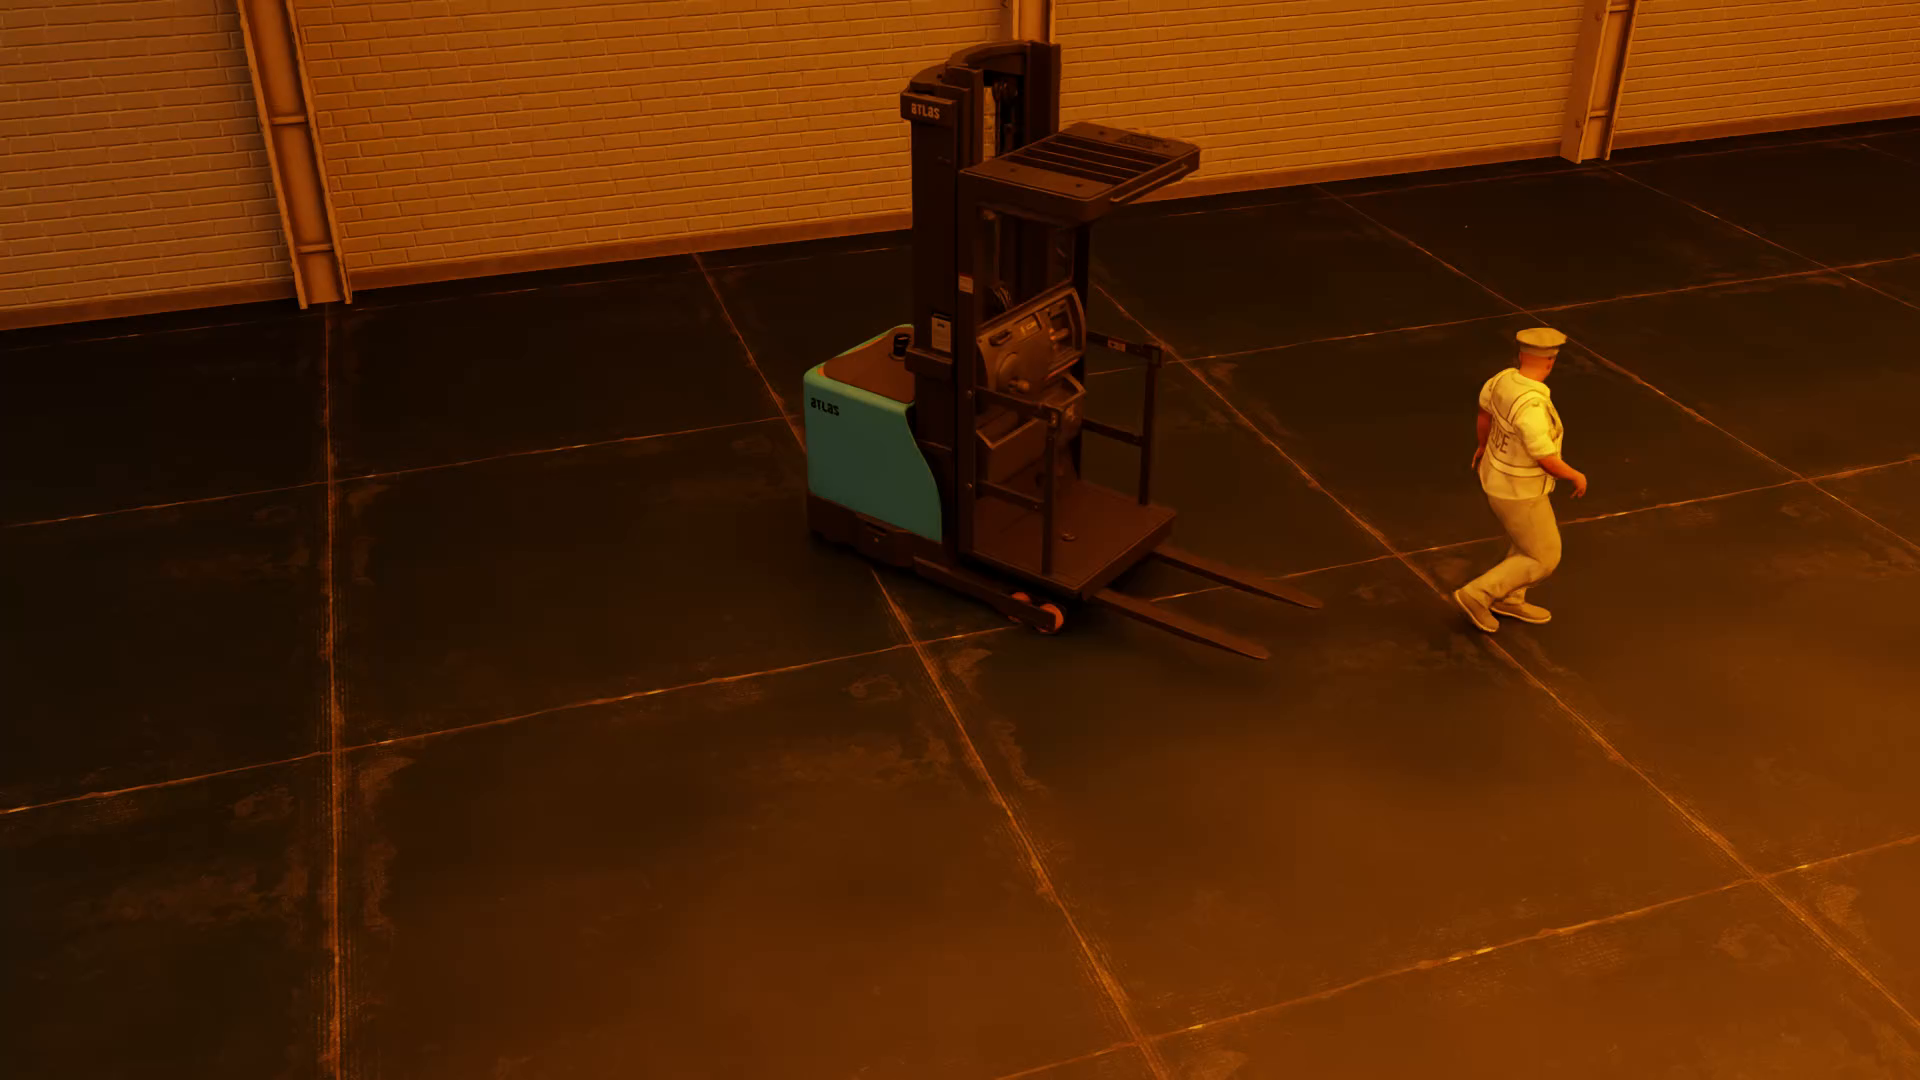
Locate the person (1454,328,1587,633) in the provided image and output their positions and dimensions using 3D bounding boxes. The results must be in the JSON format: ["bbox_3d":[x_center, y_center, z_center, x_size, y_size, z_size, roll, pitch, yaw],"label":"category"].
[{"bbox_3d":[3.015,-0.318,8.886,0.585,1.700,0.728,5,30,8],"label":"person"}]

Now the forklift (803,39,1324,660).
[{"bbox_3d":[0.561,-1.053,8.917,3.031,2.935,1.130,21,36,32],"label":"forklift"}]
